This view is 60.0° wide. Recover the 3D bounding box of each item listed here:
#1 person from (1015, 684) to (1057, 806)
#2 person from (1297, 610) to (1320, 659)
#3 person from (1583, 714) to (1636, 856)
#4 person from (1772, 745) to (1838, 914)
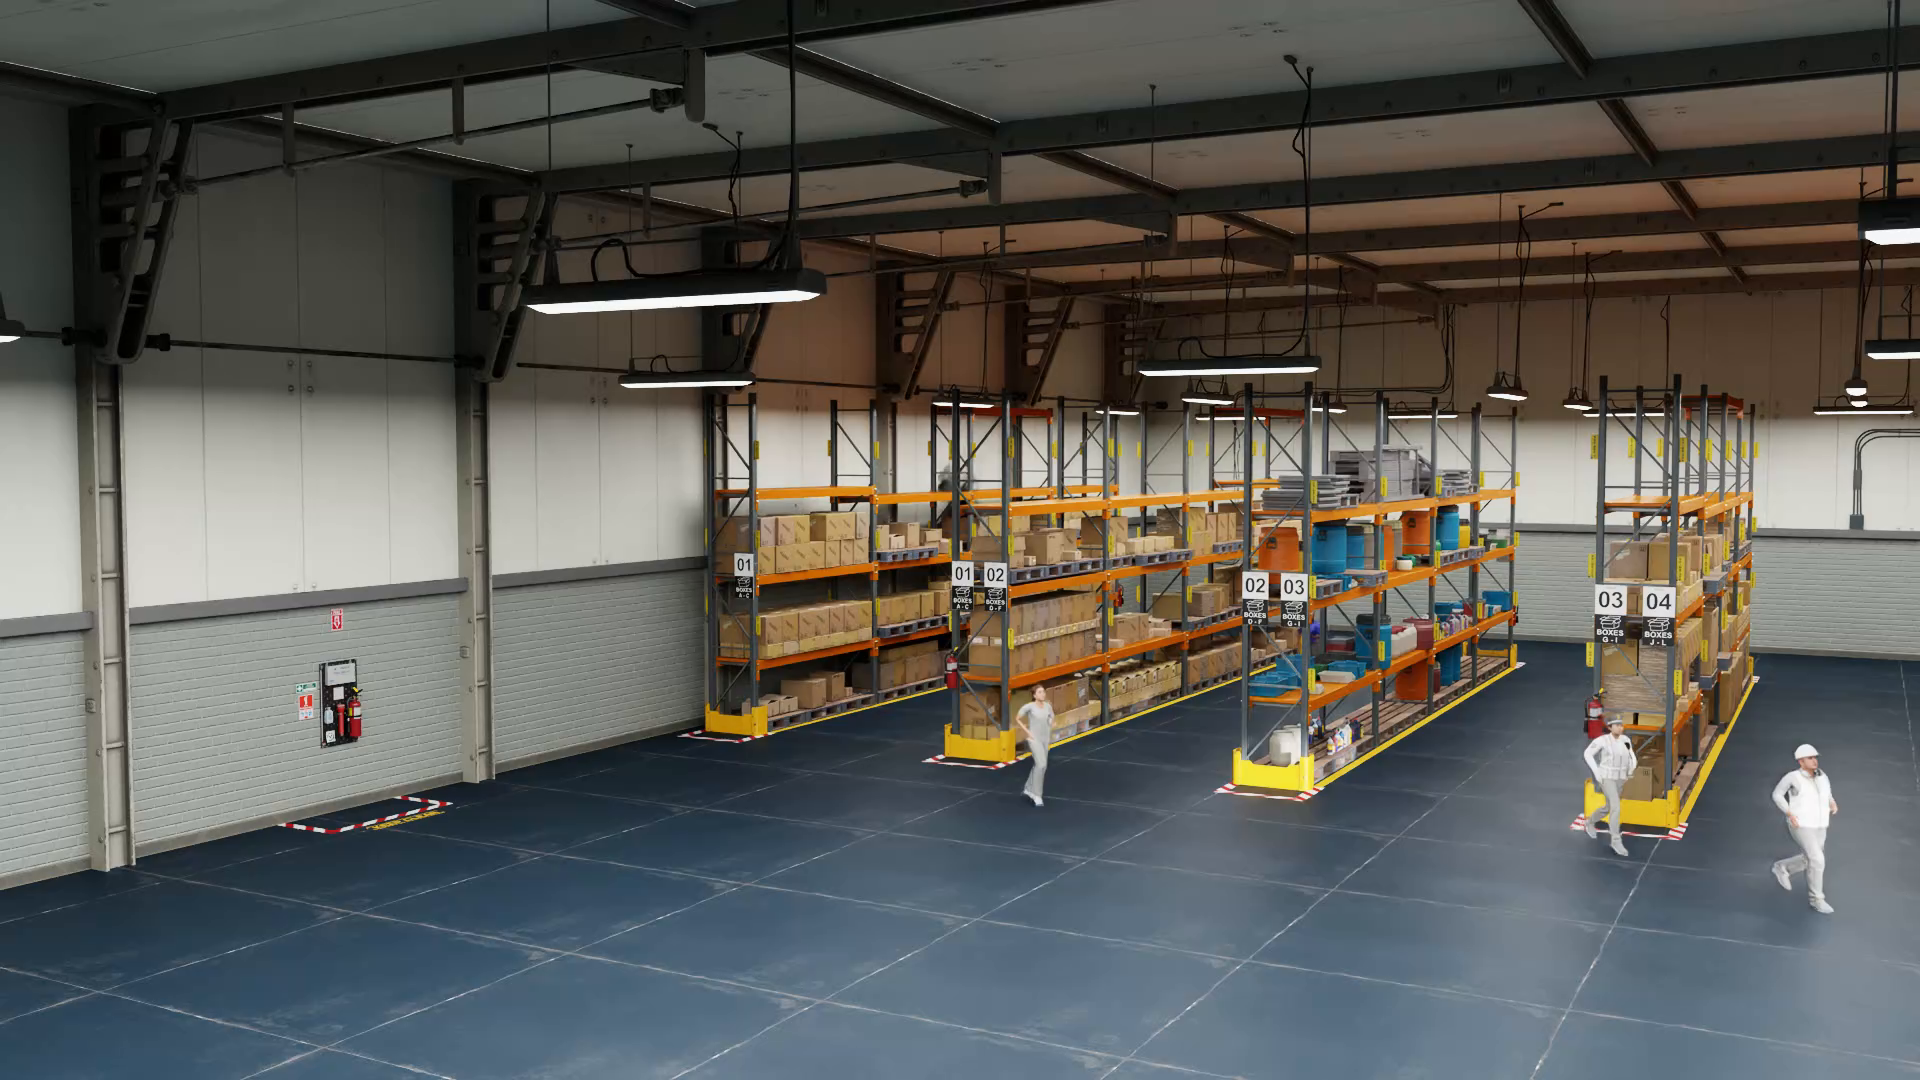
[{"bbox_3d":[1.120,2.904,23.615,0.558,1.714,0.671,-2,4,-34],"label":"person"},{"bbox_3d":[7.309,2.296,34.798,0.549,1.718,0.778,1,3,15],"label":"person"},{"bbox_3d":[8.179,3.015,20.897,0.626,1.712,0.863,-1,3,-20],"label":"person"},{"bbox_3d":[9.324,3.135,18.329,0.653,1.780,0.850,-1,3,-18],"label":"person"}]
